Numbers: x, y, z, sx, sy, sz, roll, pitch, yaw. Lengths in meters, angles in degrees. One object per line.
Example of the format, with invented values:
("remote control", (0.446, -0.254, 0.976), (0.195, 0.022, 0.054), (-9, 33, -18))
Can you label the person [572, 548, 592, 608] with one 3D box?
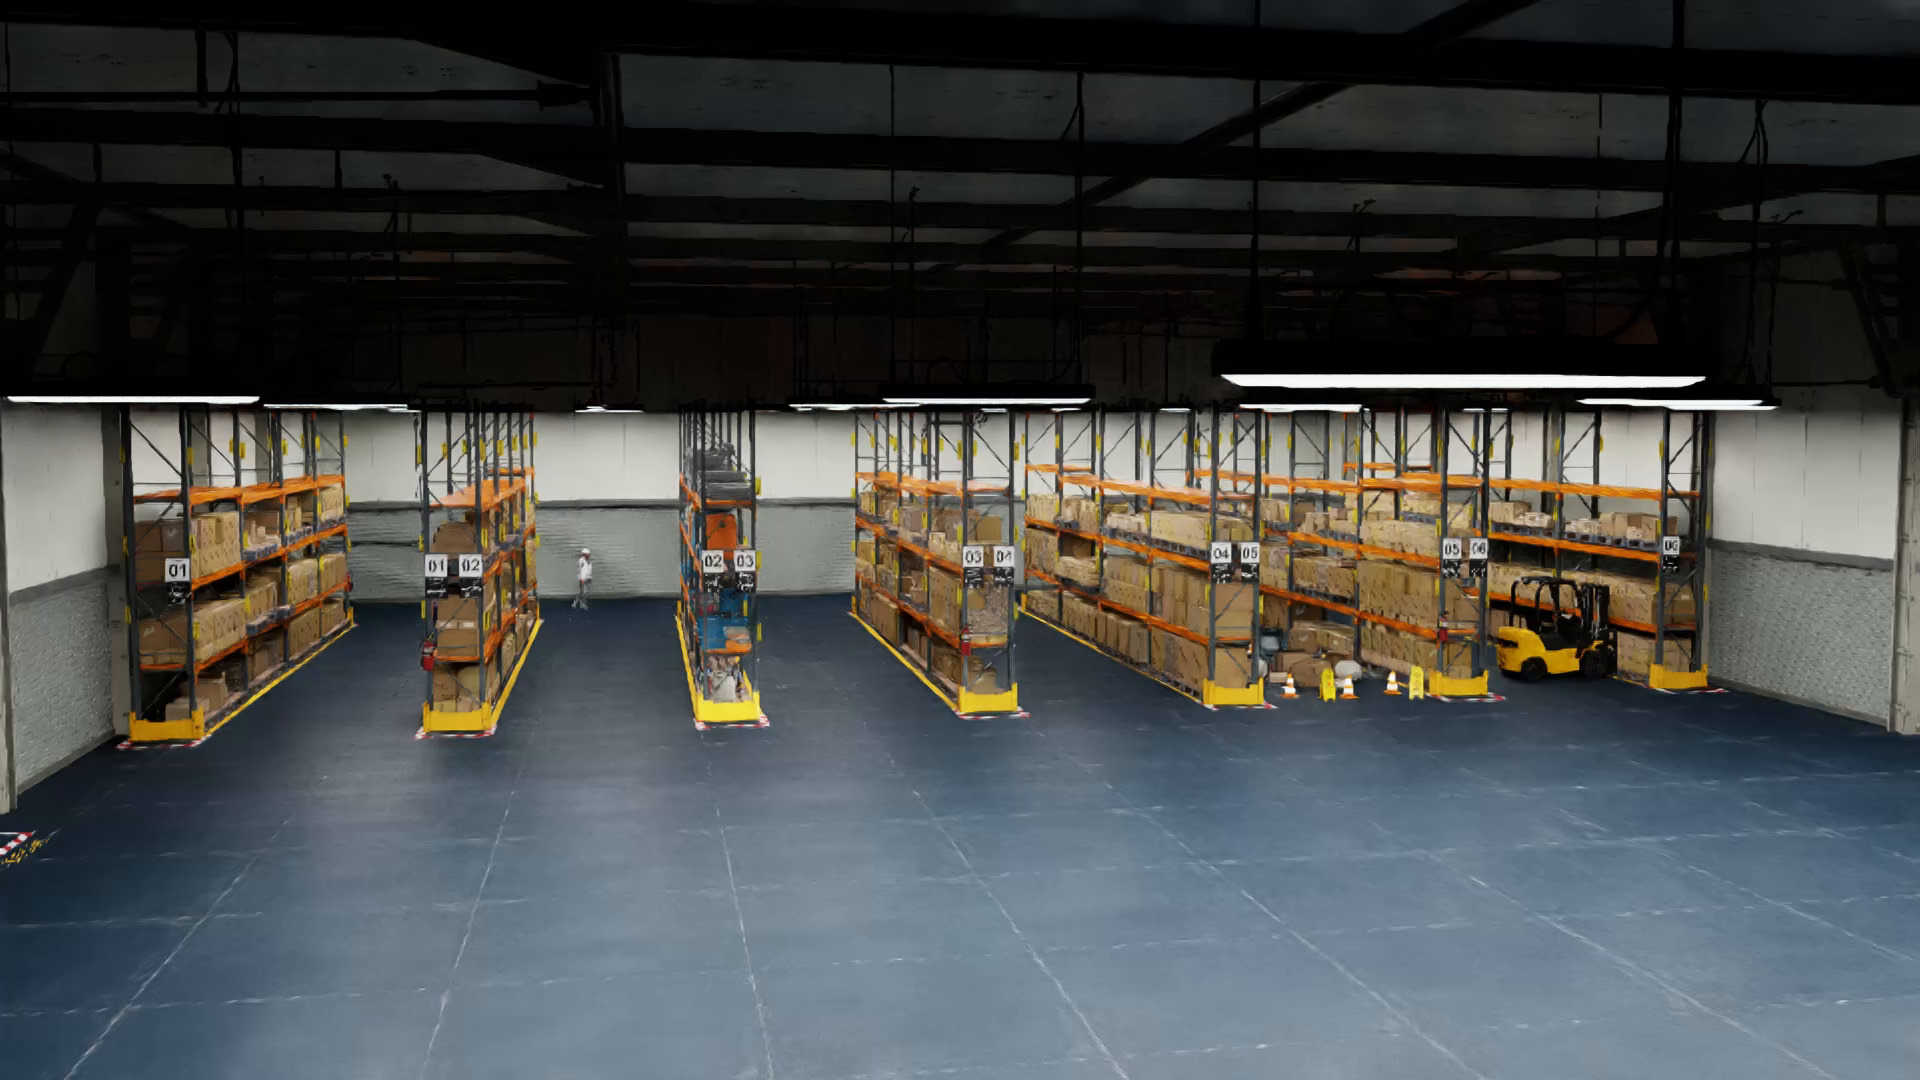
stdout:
("person", (-11.137, 1.131, 49.060), (0.470, 1.763, 0.695), (2, 5, 21))

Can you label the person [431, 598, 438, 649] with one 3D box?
("person", (-12.803, 1.813, 40.803), (0.556, 1.644, 0.598), (2, 5, 20))

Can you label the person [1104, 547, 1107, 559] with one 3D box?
("person", (4.229, 1.100, 49.228), (0.426, 1.784, 0.646), (1, 4, 9))
